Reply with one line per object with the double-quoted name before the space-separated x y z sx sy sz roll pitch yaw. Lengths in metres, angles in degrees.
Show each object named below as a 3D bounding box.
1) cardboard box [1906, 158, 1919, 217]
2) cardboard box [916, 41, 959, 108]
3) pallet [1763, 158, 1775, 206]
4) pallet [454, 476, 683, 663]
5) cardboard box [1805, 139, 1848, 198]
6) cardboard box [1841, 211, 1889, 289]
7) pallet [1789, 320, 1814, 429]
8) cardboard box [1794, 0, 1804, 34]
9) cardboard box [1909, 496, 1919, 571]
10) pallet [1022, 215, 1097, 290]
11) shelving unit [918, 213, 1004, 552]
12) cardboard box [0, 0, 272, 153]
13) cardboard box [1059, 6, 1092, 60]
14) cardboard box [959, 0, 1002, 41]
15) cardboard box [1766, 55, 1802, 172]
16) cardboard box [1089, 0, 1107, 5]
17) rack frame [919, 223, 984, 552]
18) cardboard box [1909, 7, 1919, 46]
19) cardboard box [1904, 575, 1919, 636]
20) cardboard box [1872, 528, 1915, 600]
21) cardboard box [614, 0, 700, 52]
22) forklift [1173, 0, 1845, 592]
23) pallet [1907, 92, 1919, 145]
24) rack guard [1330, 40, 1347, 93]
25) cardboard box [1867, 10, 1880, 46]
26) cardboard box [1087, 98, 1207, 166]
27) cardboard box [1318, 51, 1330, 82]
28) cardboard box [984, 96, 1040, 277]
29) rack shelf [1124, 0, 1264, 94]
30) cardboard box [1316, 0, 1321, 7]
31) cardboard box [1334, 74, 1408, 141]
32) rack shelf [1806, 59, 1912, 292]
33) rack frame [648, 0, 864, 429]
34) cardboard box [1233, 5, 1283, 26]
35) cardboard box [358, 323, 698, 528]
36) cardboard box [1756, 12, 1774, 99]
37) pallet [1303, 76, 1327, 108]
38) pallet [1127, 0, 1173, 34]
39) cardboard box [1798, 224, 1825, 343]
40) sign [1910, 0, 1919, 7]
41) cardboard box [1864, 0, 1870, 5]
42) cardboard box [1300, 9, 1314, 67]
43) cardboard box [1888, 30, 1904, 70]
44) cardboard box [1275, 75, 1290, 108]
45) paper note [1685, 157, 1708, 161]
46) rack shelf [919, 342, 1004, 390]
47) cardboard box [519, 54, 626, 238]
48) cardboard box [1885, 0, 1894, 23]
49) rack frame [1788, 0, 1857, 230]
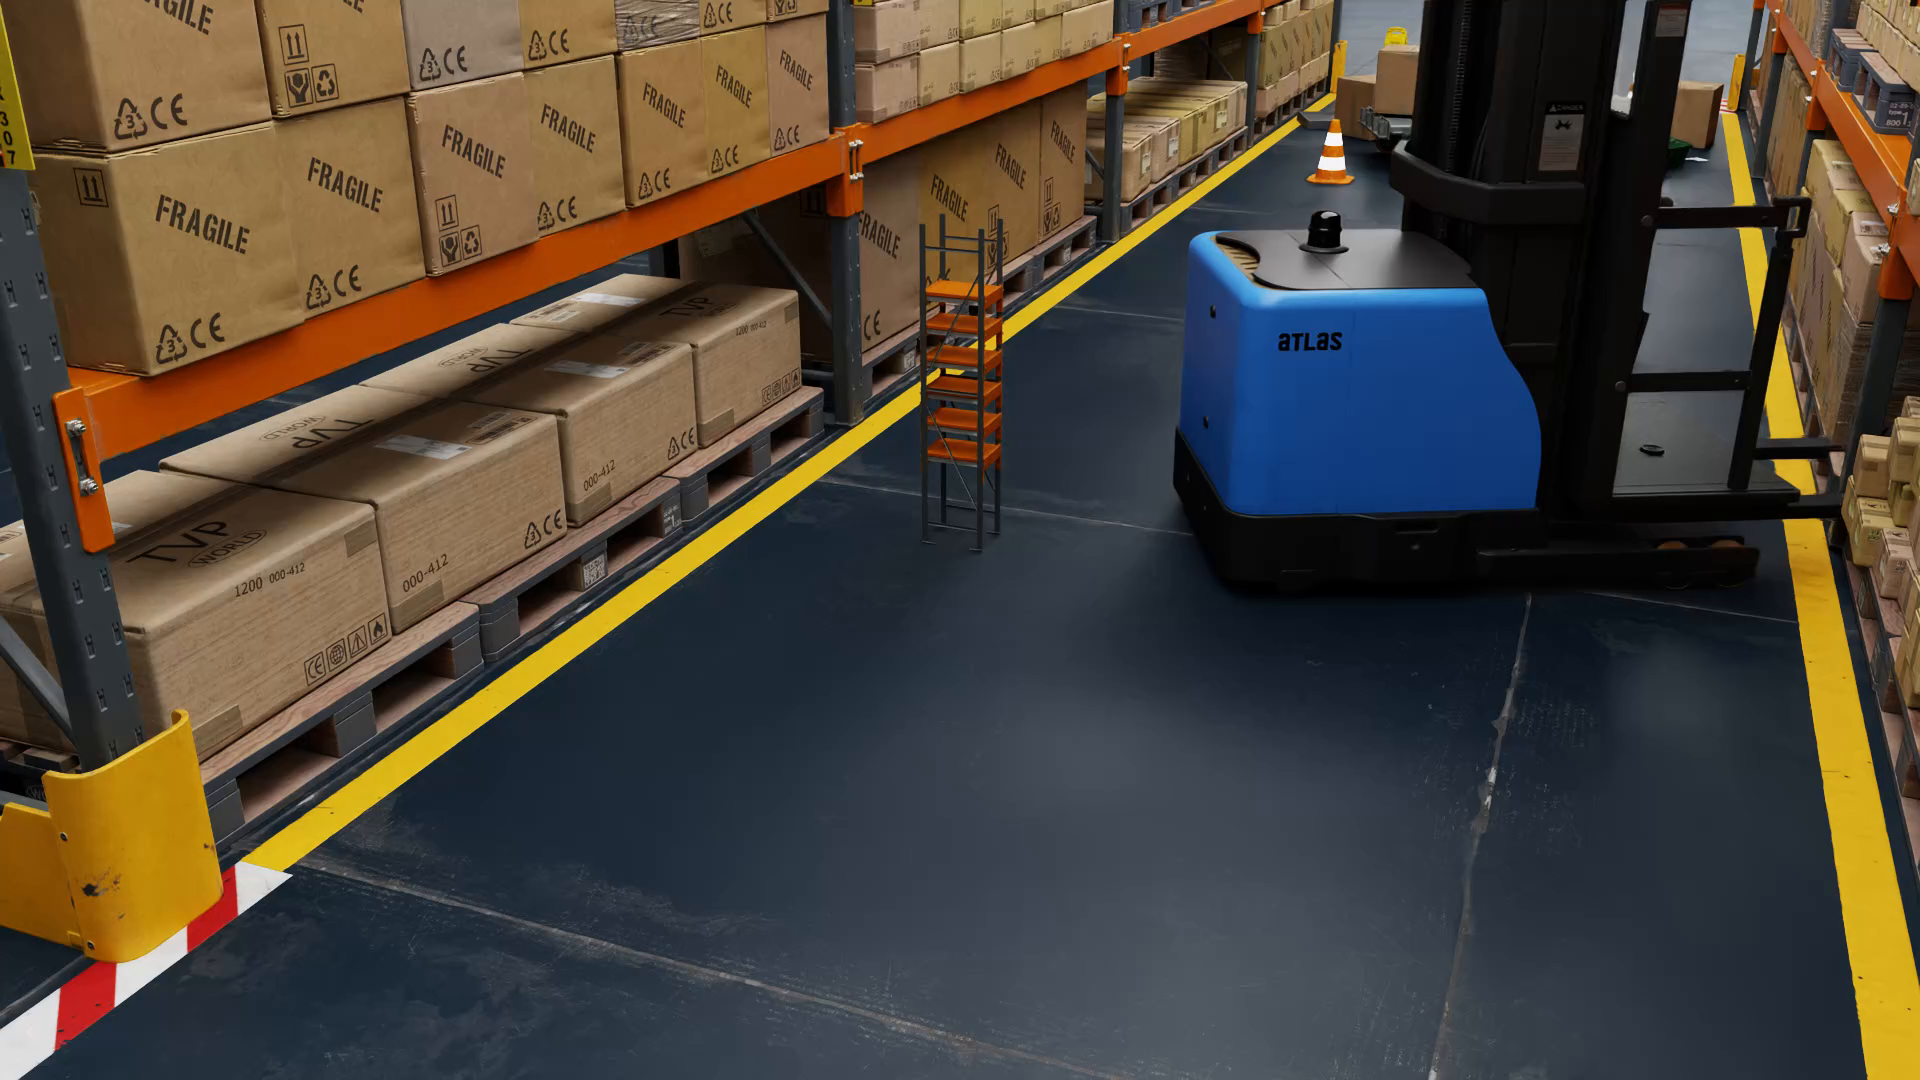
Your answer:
"cardboard box" 3.302 -1.130 5.388 0.380 0.149 0.250 10 25 22
"cardboard box" -0.323 -2.208 7.840 0.500 0.250 0.500 8 24 19
"pallet" 6.466 -2.589 12.175 1.003 0.211 1.213 9 24 20
"pallet" -1.729 0.013 5.945 1.003 0.211 1.213 9 24 20
"cardboard box" 4.716 -1.906 8.646 0.500 0.250 0.500 8 24 18
"cardboard box" 3.957 -1.171 6.887 0.500 0.250 0.500 10 25 23
"pallet" 4.451 -0.730 7.724 1.003 0.211 1.213 9 24 20
"cardboard box" 5.674 -3.518 10.652 0.500 0.500 0.500 9 24 21
"cardboard box" 2.939 0.004 4.730 0.380 0.149 0.250 9 24 21
"pallet" 0.201 -1.846 10.395 1.003 0.211 1.213 9 24 20
"shelving unit" 0.005 -0.559 6.031 0.258 1.200 0.189 9 24 20
"cardboard box" -1.965 -1.180 3.755 0.500 0.500 0.500 8 24 19
"cardboard box" 0.442 -2.931 9.571 0.500 0.250 0.500 9 24 21
"cardboard box" -0.117 -2.618 8.173 0.500 0.250 0.500 9 24 21
"cardboard box" 6.536 -3.083 12.114 1.050 0.750 0.750 9 24 20
"cardboard box" 0.620 -3.356 9.938 0.500 0.250 0.500 9 24 20
"rack frame" -0.029 -0.526 5.953 0.240 1.200 0.006 9 24 20
"cardboard box" 4.063 -2.060 6.685 0.380 0.149 0.250 7 24 17
"cardboard box" 2.832 0.237 4.560 0.380 0.149 0.250 9 24 20
"cardboard box" 3.135 0.098 5.278 0.380 0.149 0.250 9 24 20
"cardboard box" -1.217 -1.908 5.498 0.500 0.500 0.500 9 24 21
"forklift" 2.384 -1.381 5.755 3.031 2.935 1.130 -2 23 -4
"pallet" 4.130 -1.464 6.112 1.003 0.211 1.213 9 24 20
"rack guard" 3.507 -5.086 17.778 1.175 0.500 0.348 9 24 20
"cardboard box" 4.644 -2.485 8.090 0.380 0.149 0.250 10 25 23
"cardboard box" 1.336 -3.122 12.696 0.950 0.372 0.625 10 25 22
"cardboard box" 3.476 -4.855 17.005 0.500 0.250 0.500 9 24 20
"cardboard box" -0.105 -2.063 9.510 0.875 0.875 0.875 9 24 21
"rack shelf" 1.307 -3.788 12.359 1.077 0.370 4.000 9 24 20
"cardboard box" 3.310 -5.283 16.213 0.380 0.149 0.250 9 24 21
"cardboard box" 3.711 -3.872 14.867 0.500 0.500 0.500 -12 25 -26
"rack shelf" 4.454 -1.684 7.323 1.077 0.370 4.000 9 24 20
"rack frame" -0.922 -1.973 7.081 1.000 3.000 0.127 9 24 20
"cardboard box" 2.621 -4.614 14.613 0.380 0.149 0.250 9 24 21
"cardboard box" -1.587 -0.454 6.225 0.875 0.438 0.875 8 24 18
"cardboard box" 7.978 -4.555 15.476 0.875 0.875 0.875 9 24 20
"pallet" 3.172 -4.667 17.150 1.003 0.211 1.213 9 24 20
"pallet" 0.730 -3.586 11.191 1.213 0.211 1.003 9 24 20
"cardboard box" 4.328 -1.190 7.906 0.500 0.500 0.500 8 24 19
"sign" 3.195 -1.912 5.434 0.100 0.325 0.005 9 24 20
"cardboard box" 4.831 -2.802 8.462 0.380 0.149 0.250 10 25 22
"cardboard box" 3.095 -4.847 16.012 0.500 0.500 0.500 8 24 19
"cardboard box" 4.255 -2.110 7.192 0.380 0.149 0.250 8 24 18
"cardboard box" 2.707 -4.125 15.257 0.500 0.250 0.500 10 25 23
"paper note" 6.092 -3.163 13.783 0.147 0.020 0.142 -7 24 -17
"rack shelf" 0.005 -0.629 6.002 0.258 0.103 0.180 9 24 20
"cardboard box" -1.425 -1.264 5.255 0.500 0.500 0.500 10 25 22
"cardboard box" 4.449 -2.430 7.570 0.380 0.149 0.250 9 24 20
"rack frame" 5.197 -2.731 8.897 1.000 3.000 0.127 9 24 20
